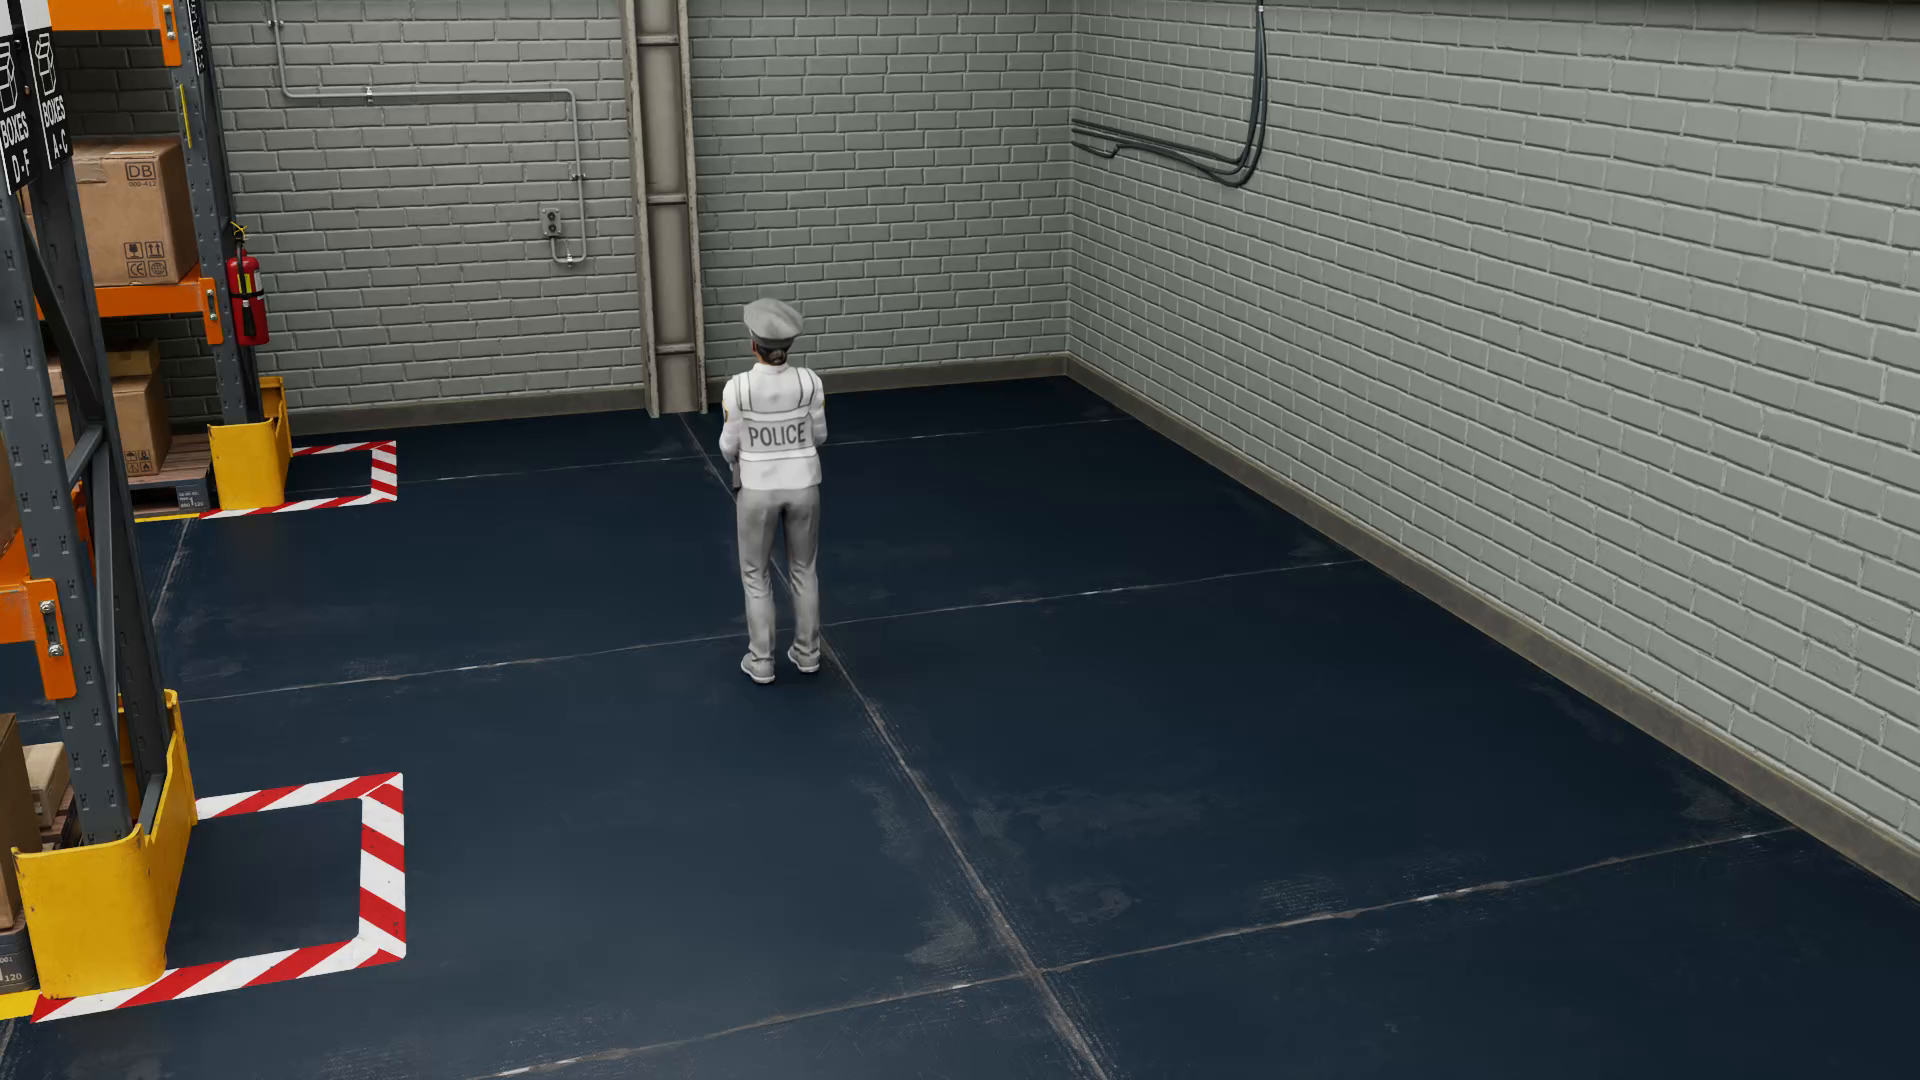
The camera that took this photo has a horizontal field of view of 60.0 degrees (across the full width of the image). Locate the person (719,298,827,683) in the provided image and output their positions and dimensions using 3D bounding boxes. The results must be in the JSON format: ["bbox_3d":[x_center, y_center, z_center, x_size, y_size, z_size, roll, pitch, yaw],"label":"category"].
[{"bbox_3d":[-0.796,-0.222,7.163,0.459,1.686,0.556,-6,20,-16],"label":"person"}]
